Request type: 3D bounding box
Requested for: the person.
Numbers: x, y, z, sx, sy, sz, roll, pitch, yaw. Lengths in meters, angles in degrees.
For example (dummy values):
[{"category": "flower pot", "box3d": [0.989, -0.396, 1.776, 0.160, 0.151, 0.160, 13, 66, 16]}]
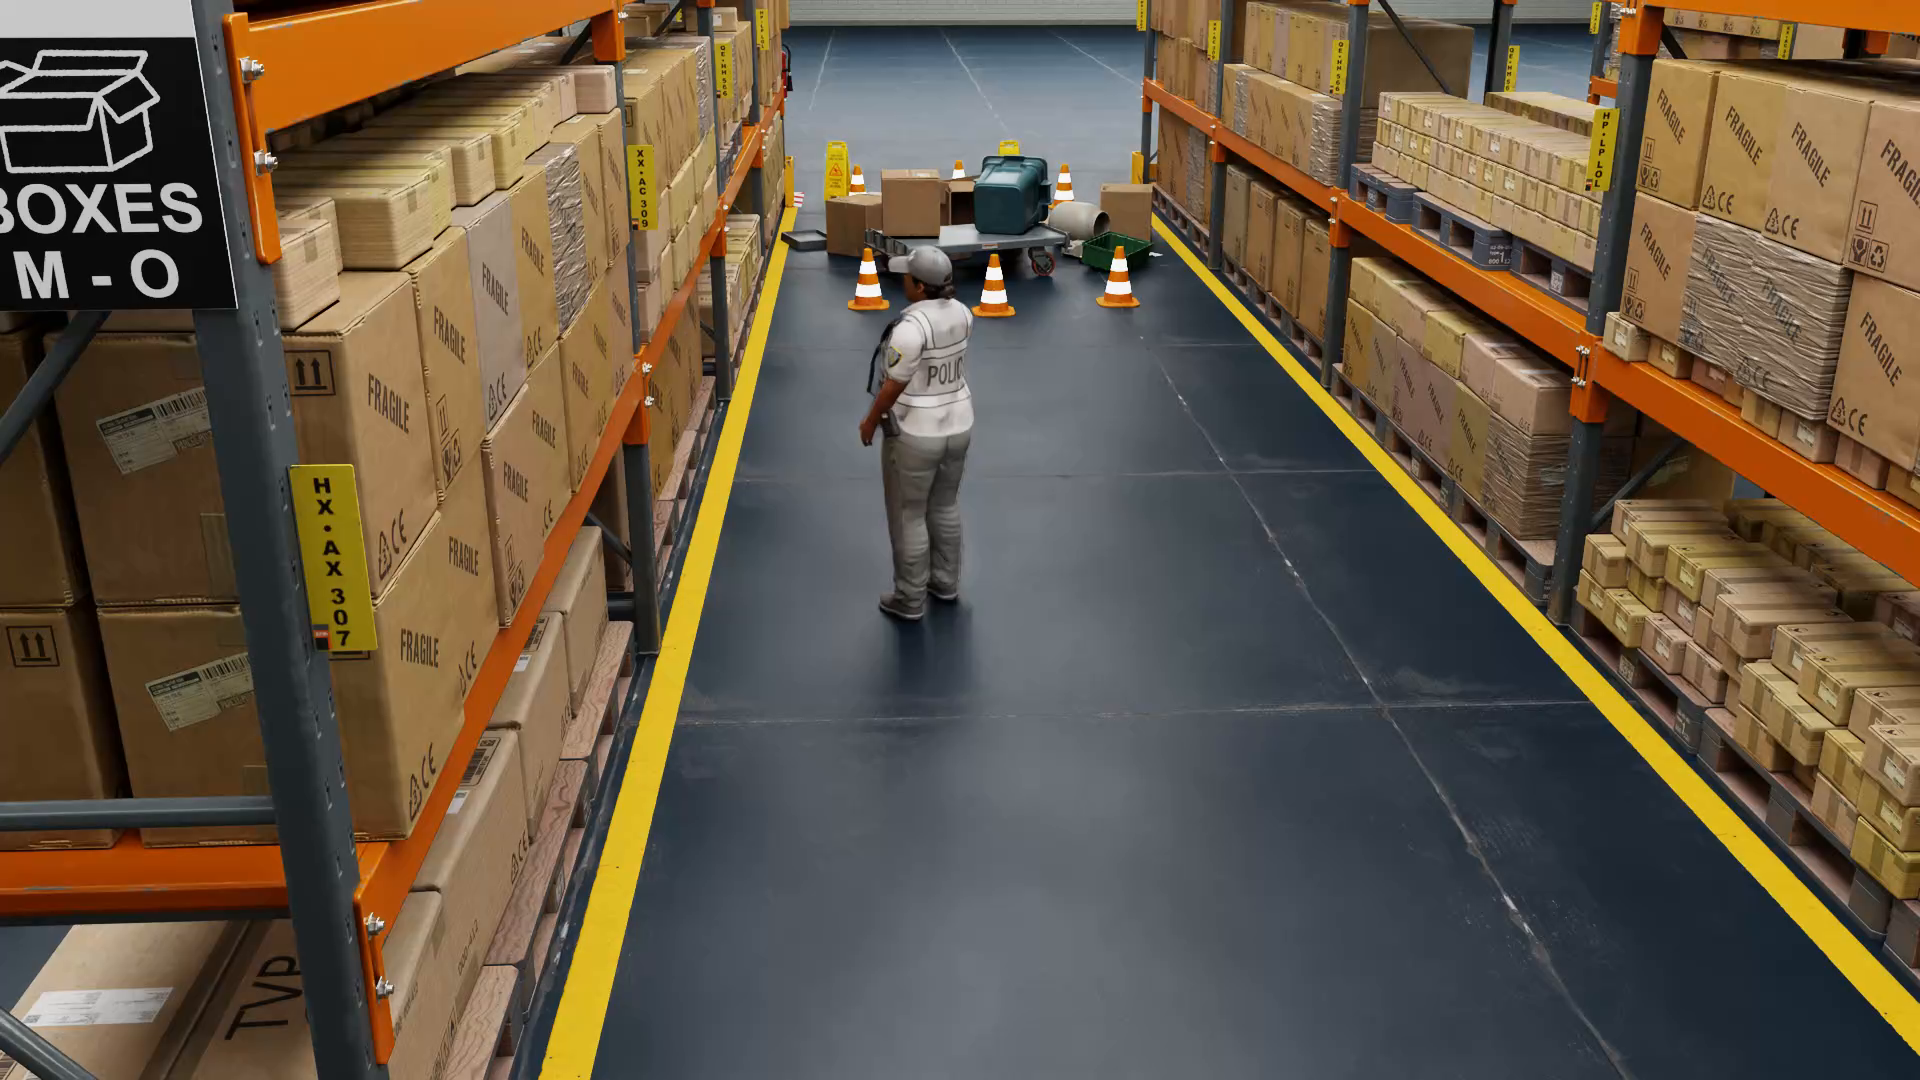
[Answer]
[{"category": "person", "box3d": [-0.166, -0.476, 7.317, 0.460, 1.676, 0.565, 14, 25, 34]}]
